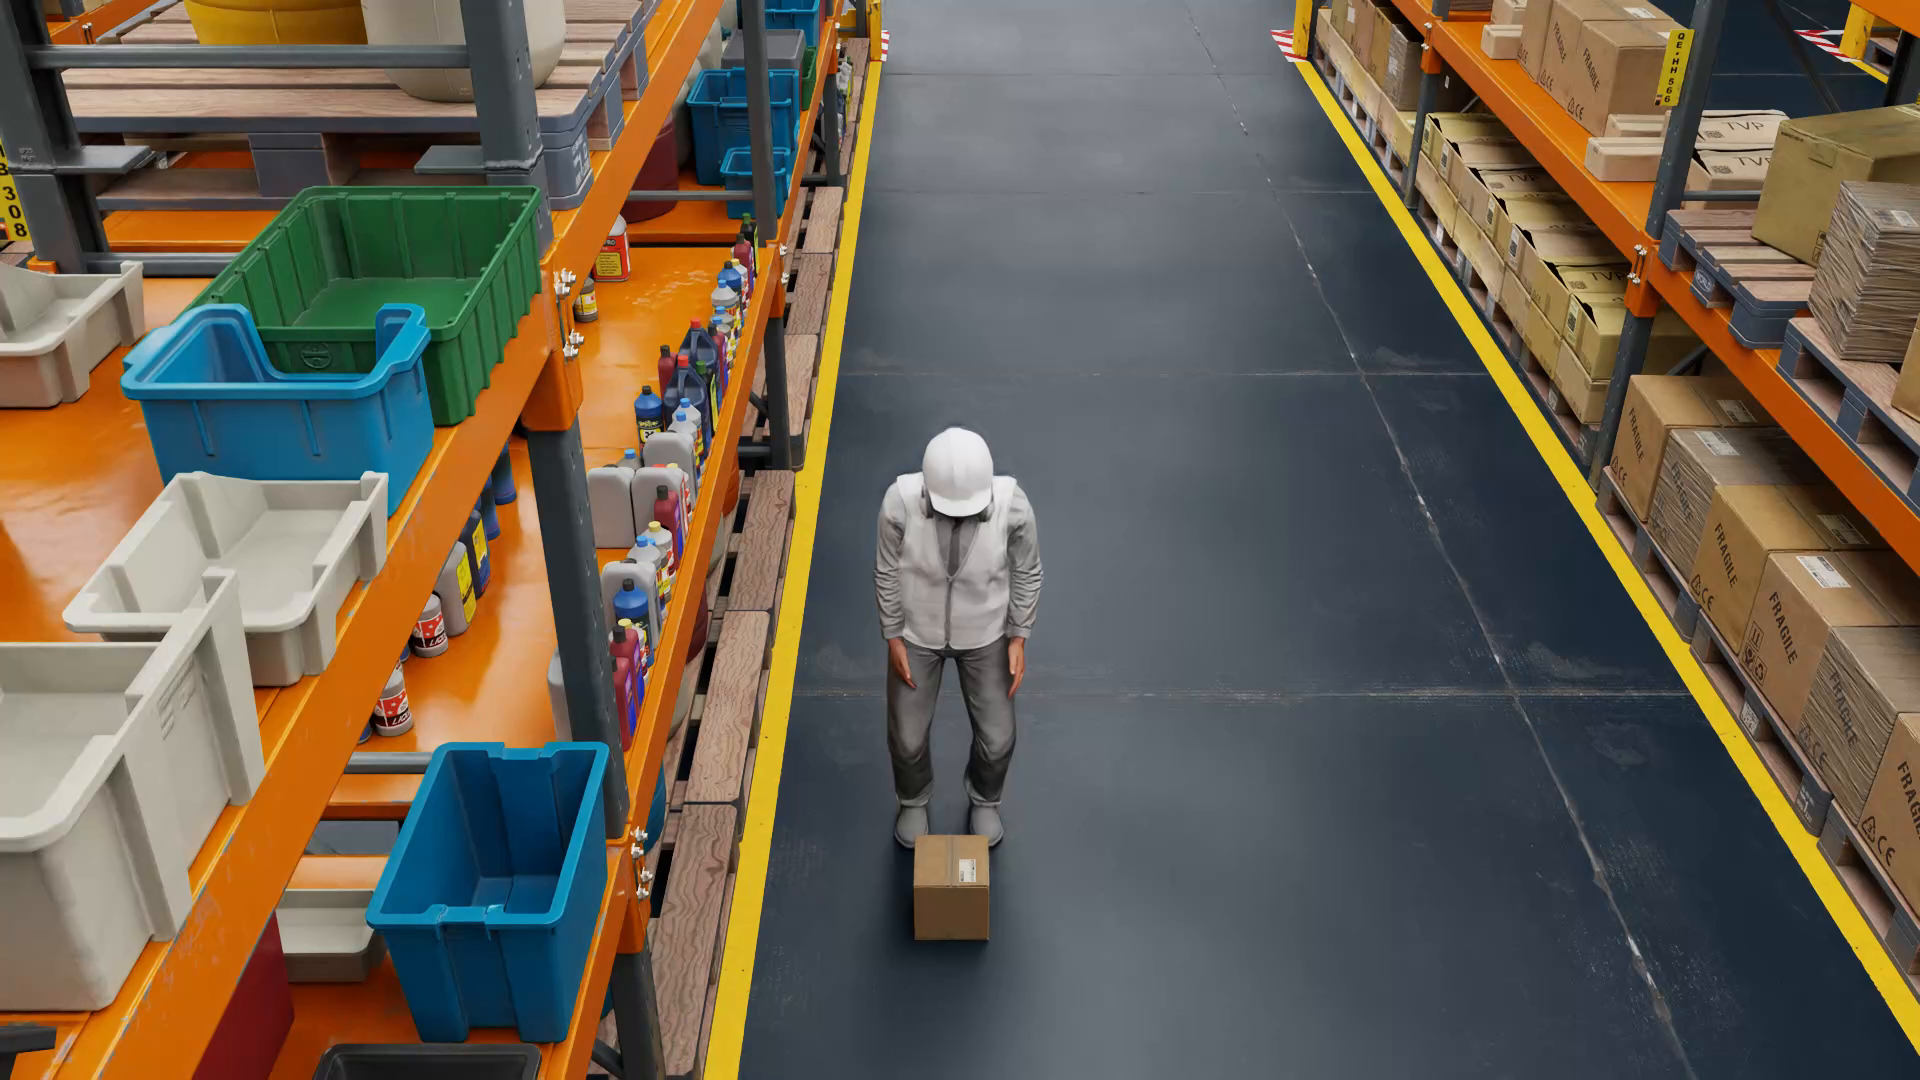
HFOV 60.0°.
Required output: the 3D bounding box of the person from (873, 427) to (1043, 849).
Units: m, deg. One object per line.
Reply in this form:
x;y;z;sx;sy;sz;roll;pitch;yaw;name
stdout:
-0.007;0.326;5.659;0.567;1.695;0.516;1;31;1;person
